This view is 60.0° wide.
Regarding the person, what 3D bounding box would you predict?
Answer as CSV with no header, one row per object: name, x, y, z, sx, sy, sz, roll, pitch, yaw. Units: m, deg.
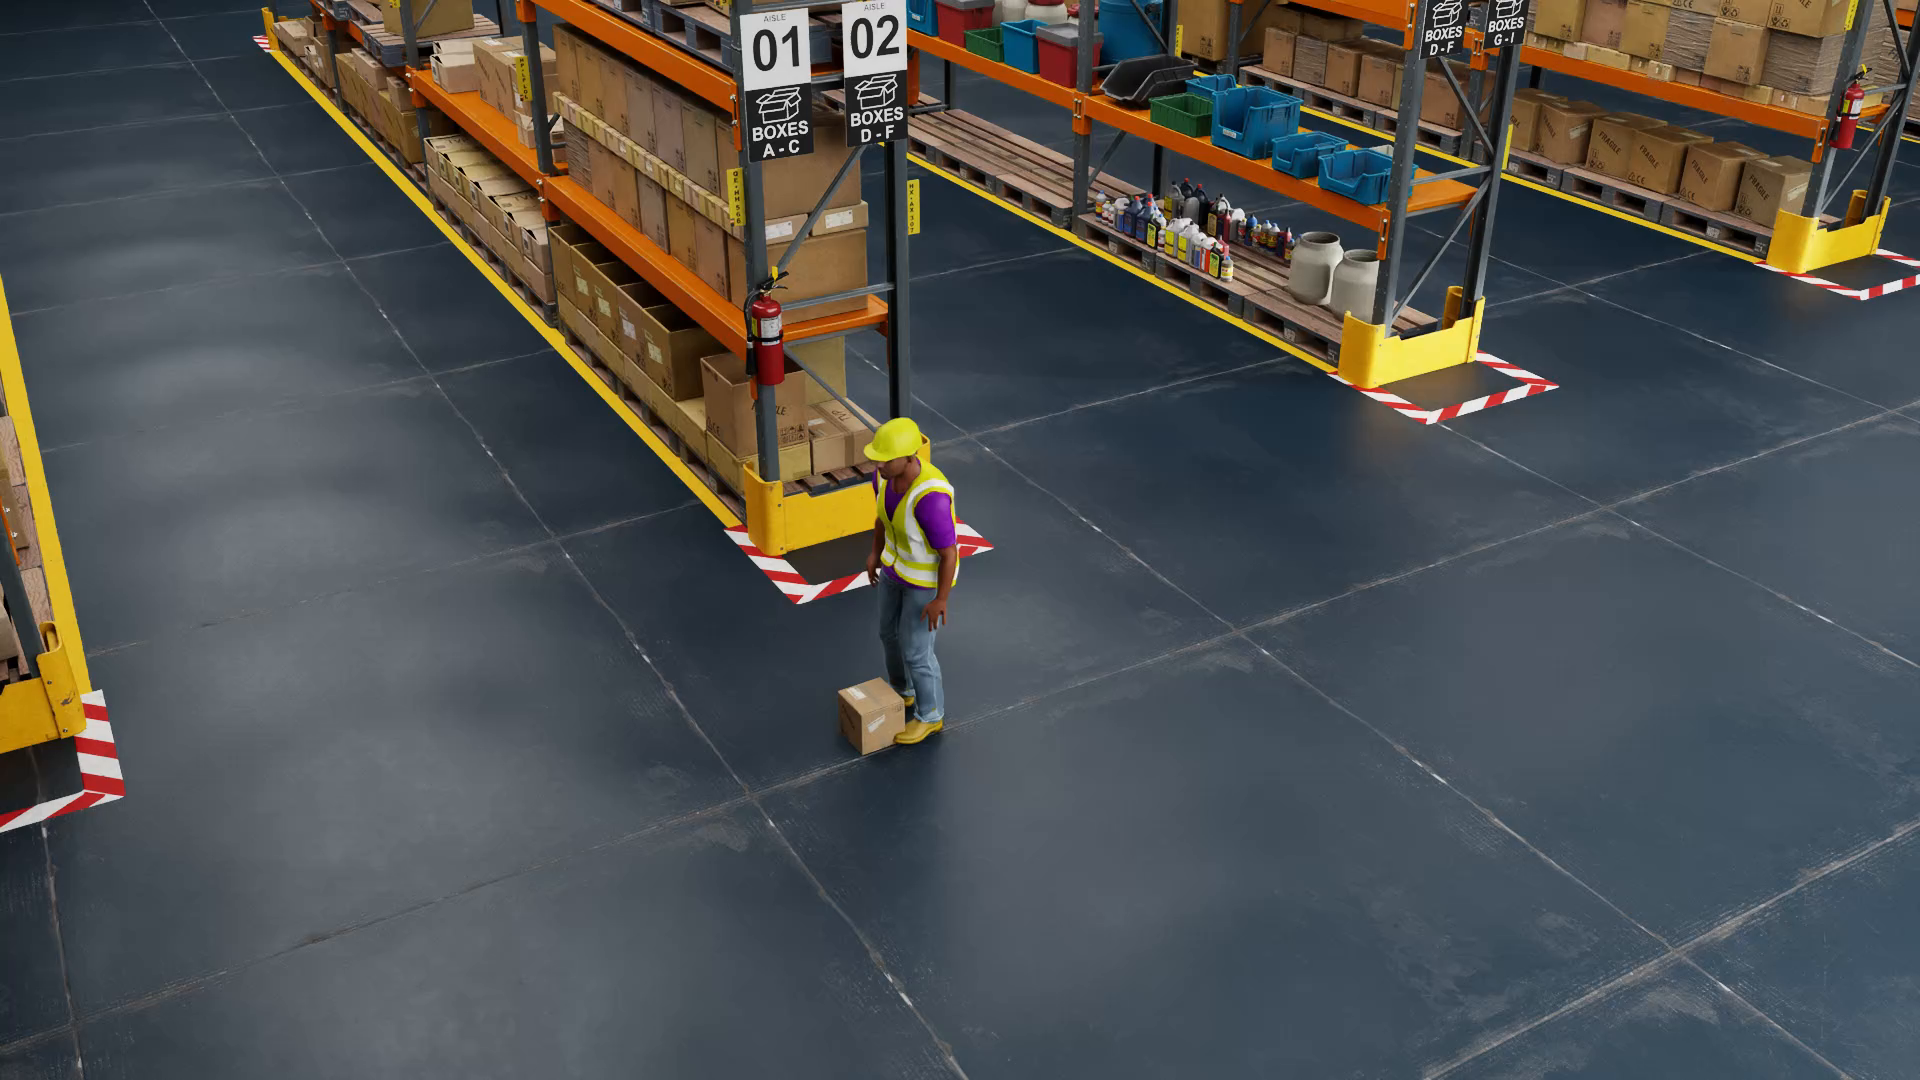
person,-0.257,0.182,8.216,0.462,1.759,0.633,-18,34,-29
